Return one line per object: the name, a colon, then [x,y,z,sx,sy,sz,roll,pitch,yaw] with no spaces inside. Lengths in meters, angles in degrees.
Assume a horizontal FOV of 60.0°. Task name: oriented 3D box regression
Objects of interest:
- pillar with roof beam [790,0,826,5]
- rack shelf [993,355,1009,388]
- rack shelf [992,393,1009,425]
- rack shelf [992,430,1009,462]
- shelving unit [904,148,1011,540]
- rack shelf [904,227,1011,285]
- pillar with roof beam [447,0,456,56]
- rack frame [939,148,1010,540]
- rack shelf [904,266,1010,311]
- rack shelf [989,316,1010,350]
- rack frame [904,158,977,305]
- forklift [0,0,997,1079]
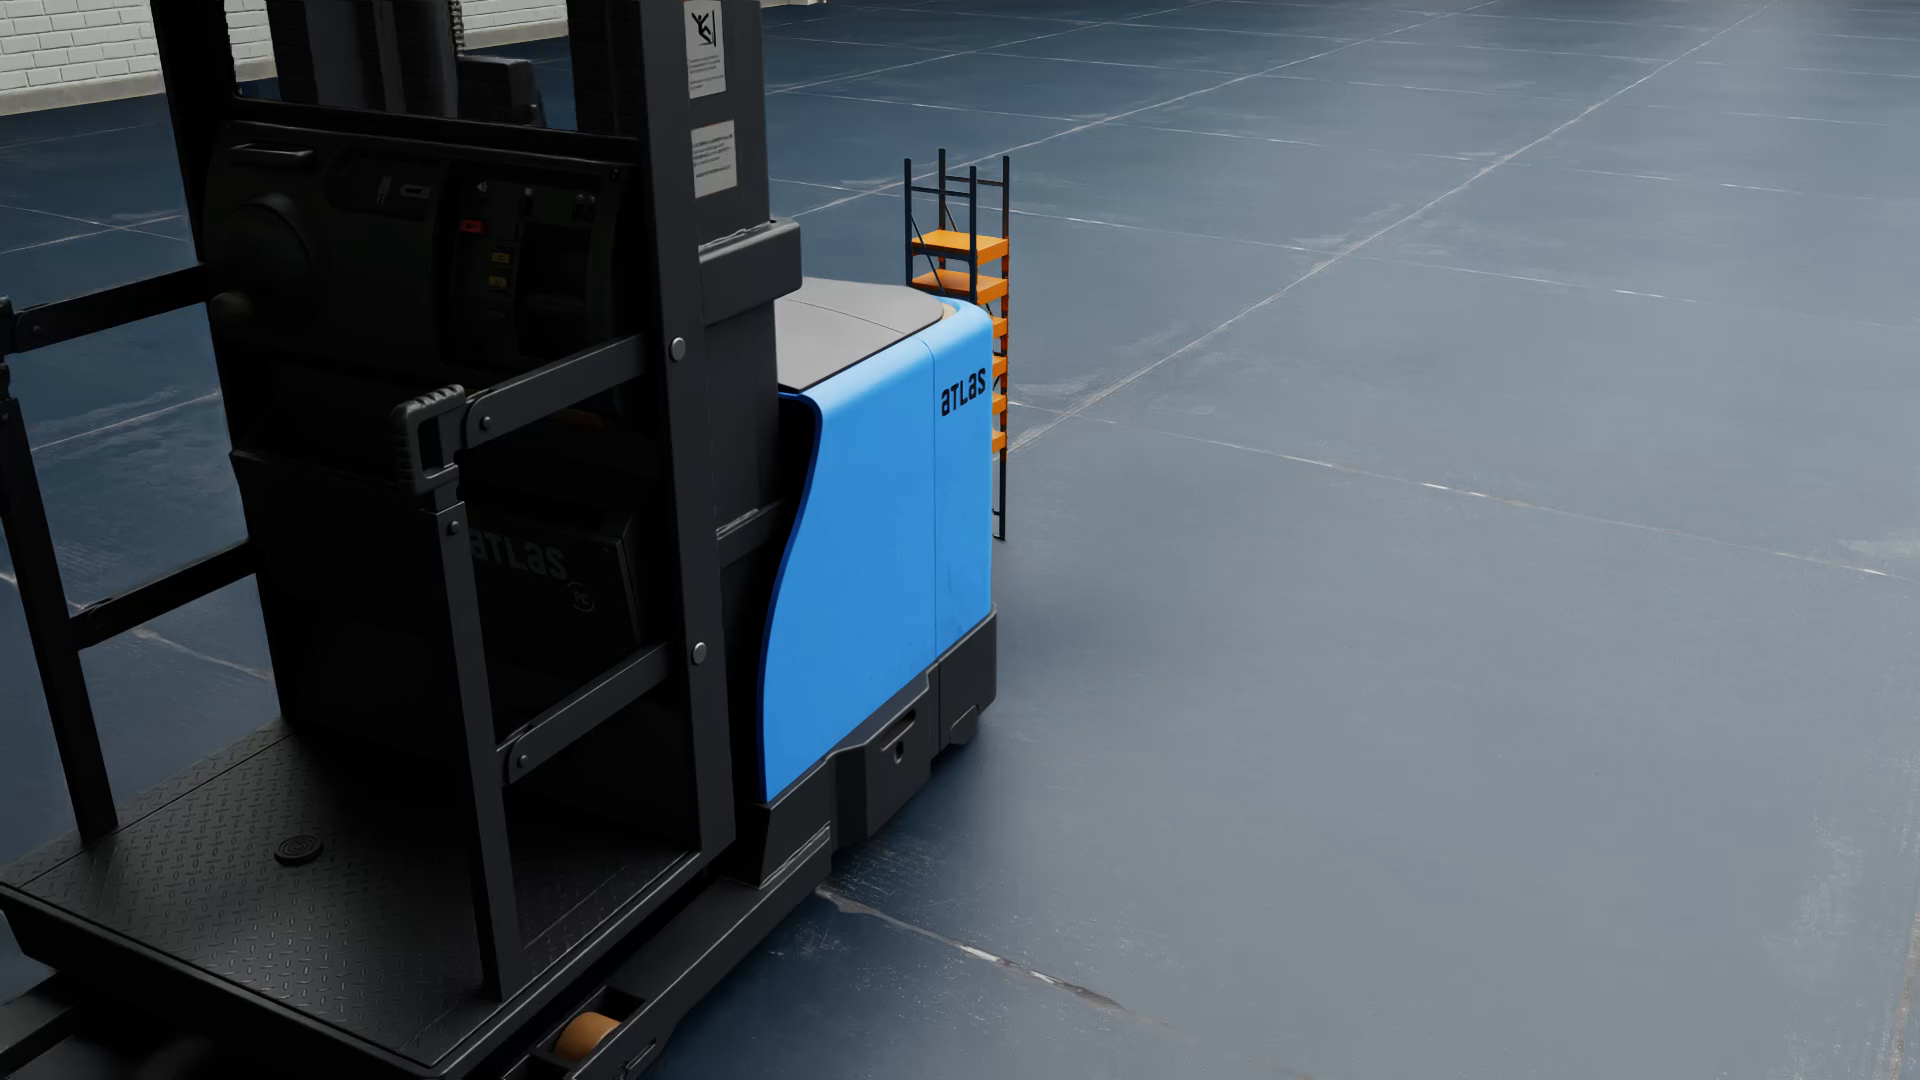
pillar with roof beam: [1.760,-9.892,16.773,9.100,9.000,0.400,14,27,29]
rack shelf: [-0.008,-0.505,5.018,0.258,0.103,0.180,14,27,29]
rack shelf: [-0.008,-0.395,5.066,0.258,0.103,0.180,14,27,29]
rack shelf: [-0.008,-0.285,5.113,0.258,0.103,0.180,14,27,29]
shelving unit: [-0.008,-0.546,5.000,0.258,1.200,0.189,14,27,29]
rack shelf: [-0.008,-0.835,4.875,0.258,0.103,0.180,14,27,29]
pillar with roof beam: [-1.405,-7.867,12.095,9.100,9.000,0.400,14,27,29]
rack frame: [0.041,-0.577,5.072,0.240,1.200,0.006,14,27,29]
rack shelf: [-0.008,-0.725,4.923,0.258,0.103,0.180,14,27,29]
rack shelf: [-0.008,-0.615,4.970,0.258,0.103,0.180,14,27,29]
rack frame: [-0.056,-0.515,4.929,0.240,1.200,0.006,14,27,29]
forklift: [-1.044,-0.477,2.661,1.130,2.935,3.031,12,26,25]
